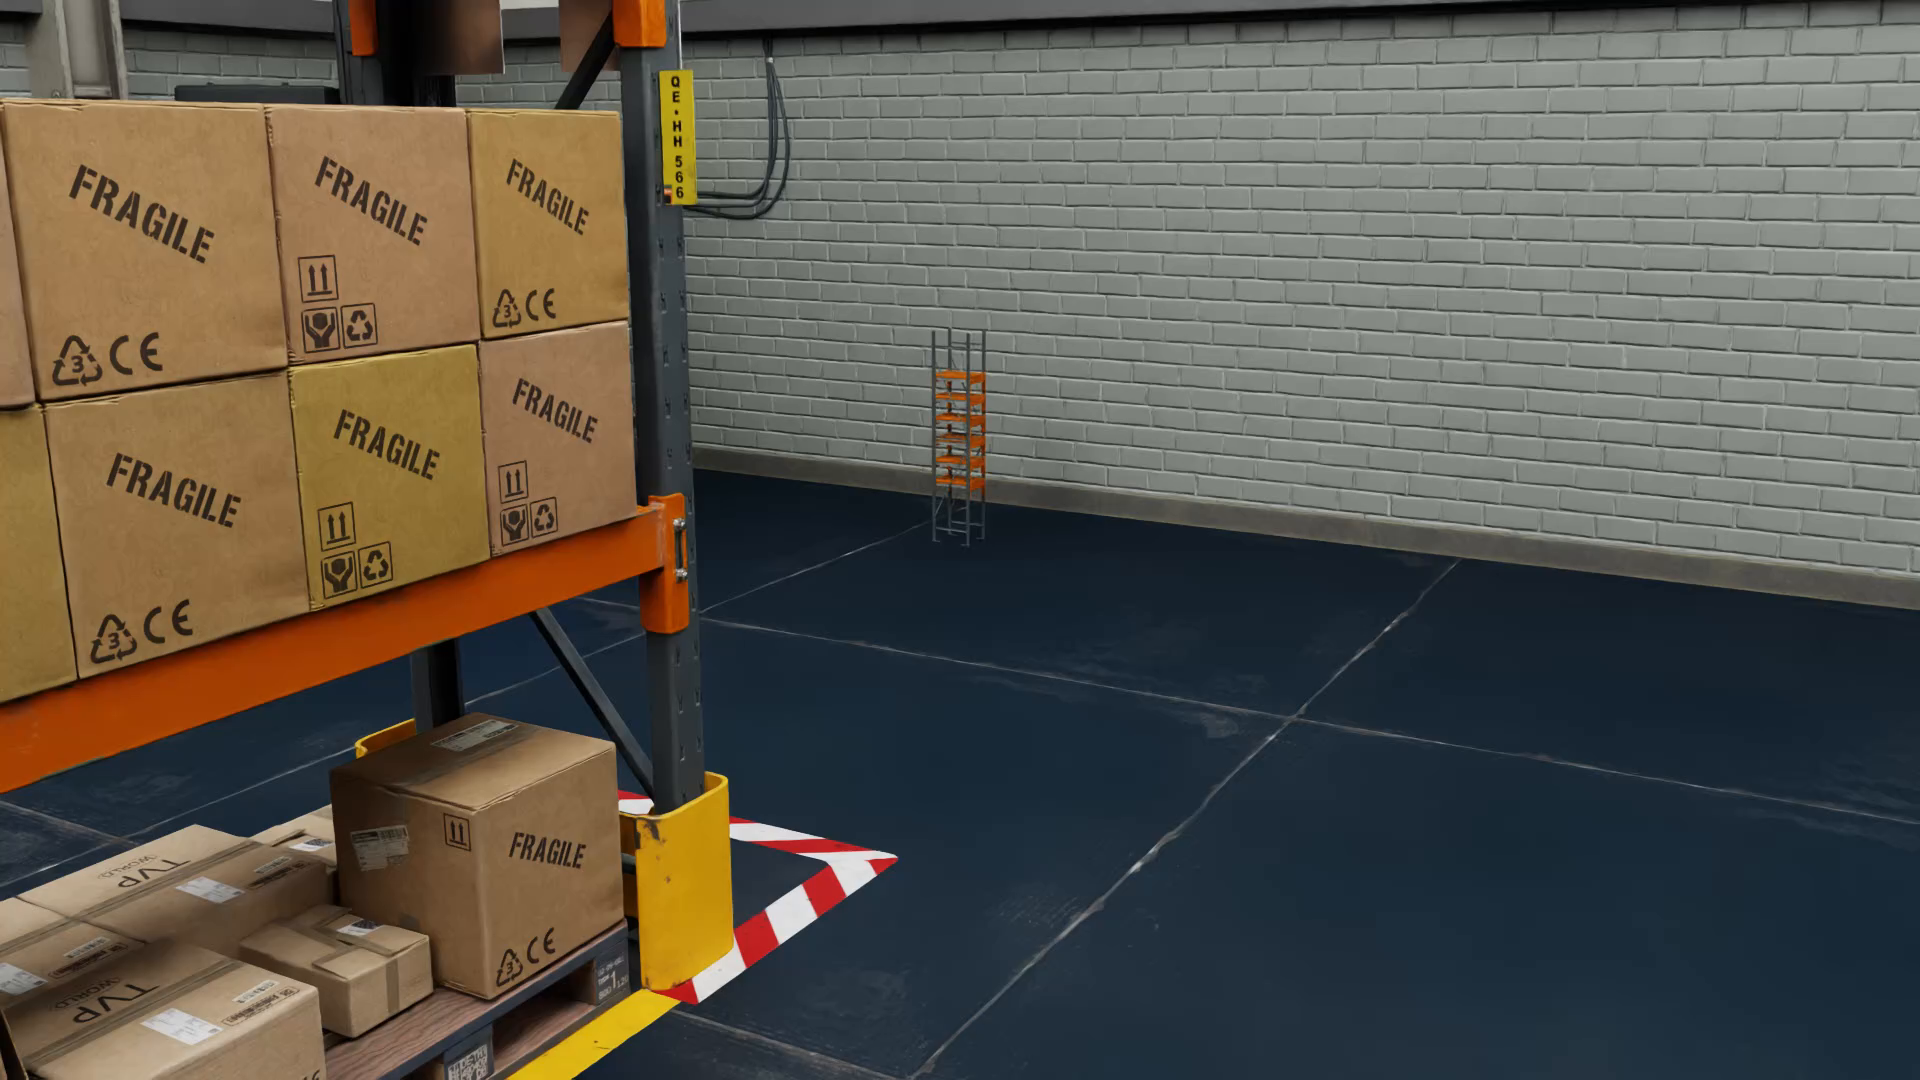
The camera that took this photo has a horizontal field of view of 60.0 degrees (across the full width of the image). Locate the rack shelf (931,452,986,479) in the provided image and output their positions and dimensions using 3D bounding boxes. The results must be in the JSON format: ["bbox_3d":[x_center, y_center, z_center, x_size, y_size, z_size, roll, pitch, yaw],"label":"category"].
[{"bbox_3d":[-0.007,-0.420,9.419,0.258,0.103,0.180,7,15,28],"label":"rack shelf"}]

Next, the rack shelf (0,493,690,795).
[{"bbox_3d":[-2.145,0.407,2.982,1.077,0.370,4.000,7,15,28],"label":"rack shelf"}]

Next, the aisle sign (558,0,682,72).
[{"bbox_3d":[-0.877,-1.597,4.209,0.394,0.787,0.004,7,15,28],"label":"aisle sign"}]

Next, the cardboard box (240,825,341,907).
[{"bbox_3d":[-1.803,0.908,4.472,0.380,0.166,0.250,7,15,28],"label":"cardboard box"}]

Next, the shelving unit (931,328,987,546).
[{"bbox_3d":[-0.007,-0.580,9.381,0.258,1.200,0.189,7,15,28],"label":"shelving unit"}]

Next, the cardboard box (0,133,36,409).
[{"bbox_3d":[-1.891,-0.450,2.652,0.500,0.500,0.500,8,16,30],"label":"cardboard box"}]

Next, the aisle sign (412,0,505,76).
[{"bbox_3d":[-1.403,-1.664,4.491,0.394,0.787,0.004,7,15,28],"label":"aisle sign"}]

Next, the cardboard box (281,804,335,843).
[{"bbox_3d":[-1.682,0.866,4.687,0.380,0.149,0.250,7,15,28],"label":"cardboard box"}]

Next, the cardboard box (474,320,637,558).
[{"bbox_3d":[-1.157,-0.279,4.079,0.500,0.500,0.500,8,16,30],"label":"cardboard box"}]

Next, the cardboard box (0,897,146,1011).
[{"bbox_3d":[-2.173,1.054,3.690,0.500,0.250,0.500,7,15,28],"label":"cardboard box"}]

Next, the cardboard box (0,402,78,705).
[{"bbox_3d":[-1.894,0.033,2.785,0.500,0.500,0.500,7,15,27],"label":"cardboard box"}]

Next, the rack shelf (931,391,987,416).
[{"bbox_3d":[-0.007,-0.770,9.335,0.258,0.103,0.180,7,15,28],"label":"rack shelf"}]

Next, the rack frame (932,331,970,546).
[{"bbox_3d":[-0.051,-0.562,9.303,0.240,1.200,0.006,7,15,28],"label":"rack frame"}]

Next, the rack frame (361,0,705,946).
[{"bbox_3d":[-1.179,-0.353,4.599,1.000,3.000,0.127,7,15,28],"label":"rack frame"}]

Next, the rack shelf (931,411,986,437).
[{"bbox_3d":[-0.007,-0.654,9.363,0.258,0.103,0.180,7,15,28],"label":"rack shelf"}]

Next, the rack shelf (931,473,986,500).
[{"bbox_3d":[-0.007,-0.304,9.447,0.258,0.103,0.180,7,15,28],"label":"rack shelf"}]

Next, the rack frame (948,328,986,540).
[{"bbox_3d":[0.037,-0.599,9.458,0.240,1.200,0.006,7,15,28],"label":"rack frame"}]

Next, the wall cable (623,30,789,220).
[{"bbox_3d":[-2.470,-3.441,11.230,3.097,2.526,0.112,7,15,28],"label":"wall cable"}]

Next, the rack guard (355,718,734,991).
[{"bbox_3d":[-1.215,0.877,4.828,1.175,0.500,0.348,7,15,28],"label":"rack guard"}]

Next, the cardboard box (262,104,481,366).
[{"bbox_3d":[-1.397,-0.662,3.532,0.500,0.500,0.500,8,16,30],"label":"cardboard box"}]

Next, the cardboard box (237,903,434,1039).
[{"bbox_3d":[-1.500,1.022,3.999,0.380,0.166,0.250,7,15,28],"label":"cardboard box"}]

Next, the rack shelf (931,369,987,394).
[{"bbox_3d":[-0.007,-0.887,9.307,0.258,0.103,0.180,7,15,28],"label":"rack shelf"}]

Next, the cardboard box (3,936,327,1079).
[{"bbox_3d":[-1.711,1.100,3.497,0.500,0.250,0.500,7,15,28],"label":"cardboard box"}]

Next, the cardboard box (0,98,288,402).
[{"bbox_3d":[-1.643,-0.555,3.089,0.500,0.500,0.500,8,16,30],"label":"cardboard box"}]

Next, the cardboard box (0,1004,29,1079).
[{"bbox_3d":[-2.209,1.081,3.038,0.797,0.503,0.637,7,15,28],"label":"cardboard box"}]

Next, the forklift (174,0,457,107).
[{"bbox_3d":[-3.531,-1.419,9.167,3.031,2.935,1.130,0,14,0],"label":"forklift"}]

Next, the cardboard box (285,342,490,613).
[{"bbox_3d":[-1.405,-0.172,3.635,0.500,0.500,0.500,8,15,29],"label":"cardboard box"}]

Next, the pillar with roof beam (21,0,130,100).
[{"bbox_3d":[-1.200,-3.995,6.902,9.100,9.000,0.400,7,15,28],"label":"pillar with roof beam"}]

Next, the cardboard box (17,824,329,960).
[{"bbox_3d":[-1.932,0.951,4.115,0.500,0.250,0.500,7,15,28],"label":"cardboard box"}]

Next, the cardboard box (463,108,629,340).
[{"bbox_3d":[-1.153,-0.766,3.962,0.500,0.500,0.500,7,15,28],"label":"cardboard box"}]

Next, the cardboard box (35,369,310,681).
[{"bbox_3d":[-1.651,-0.071,3.213,0.500,0.500,0.500,8,15,28],"label":"cardboard box"}]

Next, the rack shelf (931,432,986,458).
[{"bbox_3d":[-0.007,-0.537,9.391,0.258,0.103,0.180,7,15,28],"label":"rack shelf"}]

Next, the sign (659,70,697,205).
[{"bbox_3d":[-0.702,-1.003,4.149,0.100,0.325,0.005,7,15,28],"label":"sign"}]

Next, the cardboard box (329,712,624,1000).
[{"bbox_3d":[-1.226,0.787,4.262,0.500,0.500,0.500,7,15,28],"label":"cardboard box"}]

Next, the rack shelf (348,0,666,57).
[{"bbox_3d":[-2.145,-1.052,2.630,1.077,0.370,4.000,7,15,28],"label":"rack shelf"}]

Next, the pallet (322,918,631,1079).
[{"bbox_3d":[-1.600,1.182,4.183,1.003,0.211,1.213,7,15,28],"label":"pallet"}]
